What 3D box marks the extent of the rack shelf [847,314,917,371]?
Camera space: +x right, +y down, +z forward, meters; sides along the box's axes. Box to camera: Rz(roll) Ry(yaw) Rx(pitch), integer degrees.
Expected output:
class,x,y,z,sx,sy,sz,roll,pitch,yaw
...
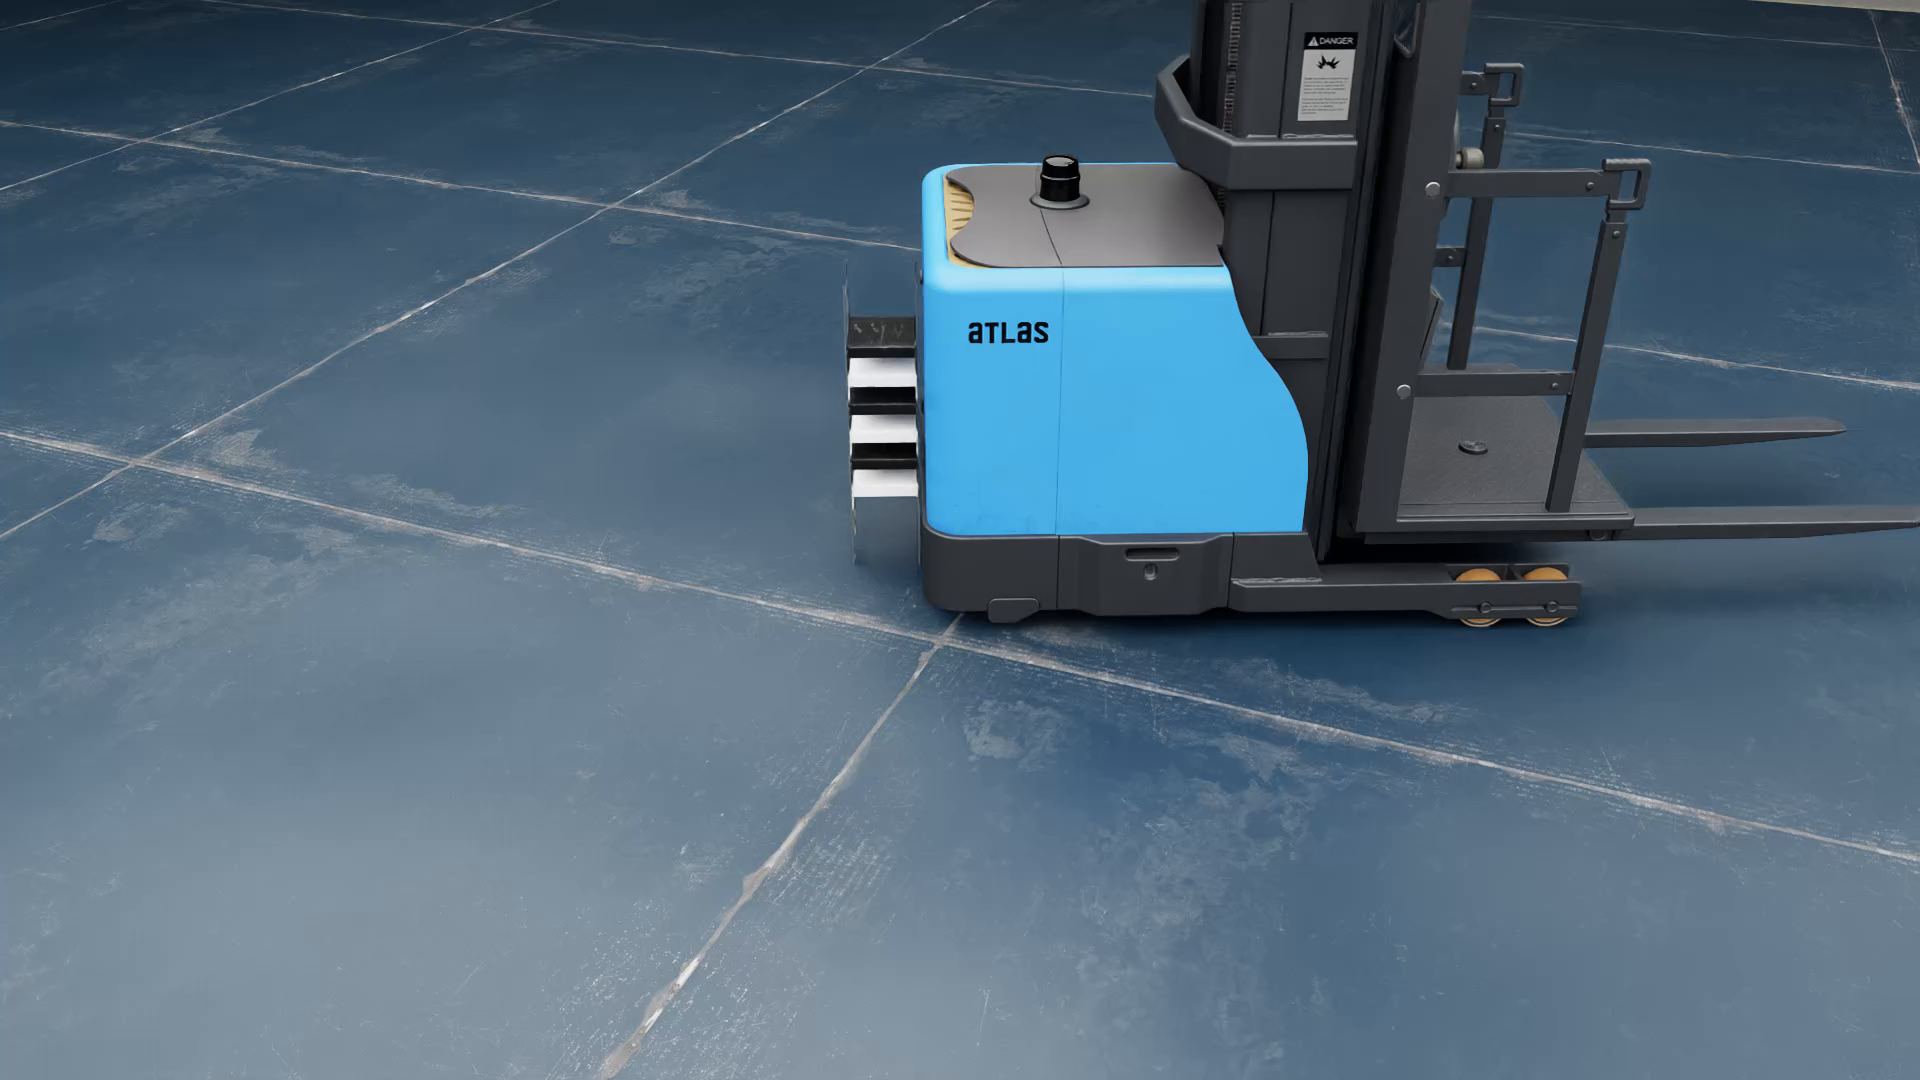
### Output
class,x,y,z,sx,sy,sz,roll,pitch,yaw
rack shelf,-0.228,-0.582,4.884,0.200,0.077,0.258,-1,29,-1

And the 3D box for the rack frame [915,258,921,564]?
class,x,y,z,sx,sy,sz,roll,pitch,yaw
rack frame,-0.126,-0.377,5.003,0.006,0.900,0.240,-1,29,-1

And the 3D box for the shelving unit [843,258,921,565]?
class,x,y,z,sx,sy,sz,roll,pitch,yaw
shelving unit,-0.228,-0.376,5.000,0.210,0.900,0.258,-1,29,-1

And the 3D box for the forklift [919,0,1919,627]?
class,x,y,z,sx,sy,sz,roll,pitch,yaw
forklift,1.397,-1.286,4.546,3.031,2.935,1.130,-1,29,-1

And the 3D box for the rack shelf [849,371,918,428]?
class,x,y,z,sx,sy,sz,roll,pitch,yaw
rack shelf,-0.228,-0.425,4.972,0.200,0.077,0.258,-1,29,-1

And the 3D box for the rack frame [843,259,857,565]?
class,x,y,z,sx,sy,sz,roll,pitch,yaw
rack frame,-0.329,-0.374,4.998,0.006,0.900,0.240,-1,29,-1

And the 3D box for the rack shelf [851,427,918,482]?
class,x,y,z,sx,sy,sz,roll,pitch,yaw
rack shelf,-0.228,-0.268,5.061,0.200,0.077,0.258,-1,29,-1

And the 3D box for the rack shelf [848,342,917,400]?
class,x,y,z,sx,sy,sz,roll,pitch,yaw
rack shelf,-0.228,-0.503,4.928,0.200,0.077,0.258,-1,29,-1

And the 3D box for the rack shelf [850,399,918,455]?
class,x,y,z,sx,sy,sz,roll,pitch,yaw
rack shelf,-0.228,-0.347,5.017,0.200,0.077,0.258,-1,29,-1

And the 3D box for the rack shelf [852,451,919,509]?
class,x,y,z,sx,sy,sz,roll,pitch,yaw
rack shelf,-0.228,-0.190,5.105,0.200,0.077,0.258,-1,29,-1
